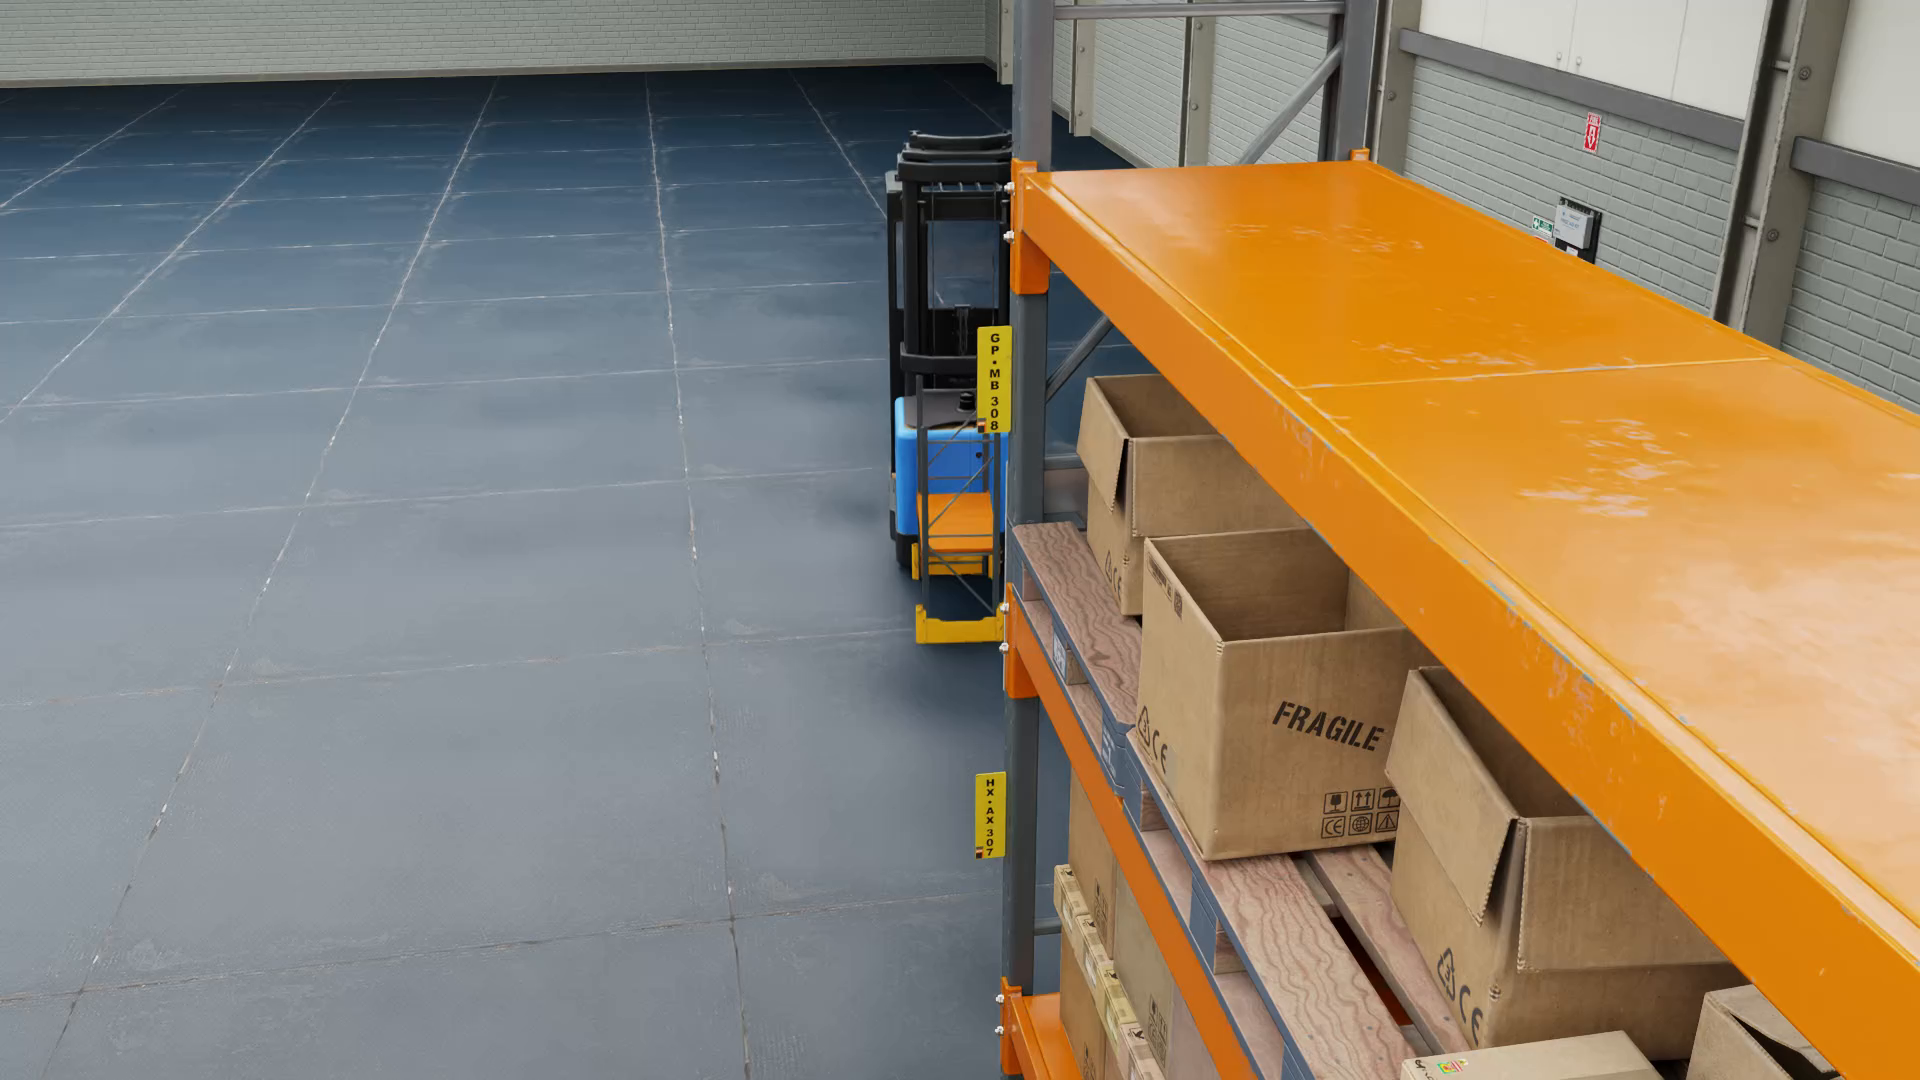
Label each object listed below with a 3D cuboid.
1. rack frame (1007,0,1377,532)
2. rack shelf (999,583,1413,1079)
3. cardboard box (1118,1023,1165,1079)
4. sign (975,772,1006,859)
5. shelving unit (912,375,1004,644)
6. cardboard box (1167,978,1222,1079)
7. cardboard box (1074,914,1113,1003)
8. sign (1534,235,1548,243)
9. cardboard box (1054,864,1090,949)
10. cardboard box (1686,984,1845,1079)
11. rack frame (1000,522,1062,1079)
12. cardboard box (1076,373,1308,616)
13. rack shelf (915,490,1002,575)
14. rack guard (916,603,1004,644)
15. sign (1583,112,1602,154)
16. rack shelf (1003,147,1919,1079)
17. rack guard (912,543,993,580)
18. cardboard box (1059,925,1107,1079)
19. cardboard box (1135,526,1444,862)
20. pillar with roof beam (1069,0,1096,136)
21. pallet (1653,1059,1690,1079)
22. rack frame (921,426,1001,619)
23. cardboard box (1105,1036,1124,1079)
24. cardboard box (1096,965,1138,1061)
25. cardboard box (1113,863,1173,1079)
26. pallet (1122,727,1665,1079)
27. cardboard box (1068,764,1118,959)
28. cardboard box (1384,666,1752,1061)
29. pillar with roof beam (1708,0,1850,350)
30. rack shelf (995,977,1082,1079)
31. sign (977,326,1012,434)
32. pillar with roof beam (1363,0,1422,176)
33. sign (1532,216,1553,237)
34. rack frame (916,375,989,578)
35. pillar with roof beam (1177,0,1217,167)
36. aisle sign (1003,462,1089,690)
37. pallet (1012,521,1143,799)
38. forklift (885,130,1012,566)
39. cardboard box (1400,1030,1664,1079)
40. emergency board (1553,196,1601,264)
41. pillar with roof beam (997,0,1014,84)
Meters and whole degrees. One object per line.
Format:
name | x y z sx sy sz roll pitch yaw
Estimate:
rack frame | 0.647 -1.445 4.558 1.000 3.000 0.127 -4 24 -10
rack shelf | 1.017 1.046 3.502 1.077 0.370 4.000 -4 24 -10
cardboard box | 0.649 1.432 4.530 0.380 0.149 0.250 -5 24 -11
sign | 0.101 0.910 5.481 0.100 0.325 0.005 -4 24 -10
shelving unit | -0.020 -0.223 11.129 0.587 1.500 1.083 -1 24 -3
cardboard box | 0.927 1.274 4.083 0.700 0.500 0.500 -4 24 -10
cardboard box | 0.560 1.235 4.982 0.380 0.149 0.250 -5 24 -11
sign | 4.965 -2.429 14.262 0.001 0.329 0.234 -4 24 -10
cardboard box | 0.508 1.131 5.219 0.380 0.149 0.250 -4 24 -10
cardboard box | 1.453 0.857 2.447 0.500 0.311 0.500 -6 24 -13
rack frame | 0.647 1.304 5.759 1.000 3.000 0.127 -4 24 -10
cardboard box | 0.749 -0.148 4.508 0.797 0.503 0.637 -3 24 -6
rack shelf | -0.020 -0.062 11.210 0.538 0.185 1.000 -1 24 -3
rack guard | 0.006 0.549 10.924 0.587 0.250 0.087 -1 24 -3
sign | 5.062 -3.261 13.314 0.001 0.298 0.199 -4 24 -10
rack shelf | 1.017 -0.146 2.981 1.077 0.370 4.000 -4 24 -10
rack guard | -0.046 0.151 11.835 0.587 0.250 0.087 -1 24 -3
cardboard box | 0.721 1.443 5.317 0.700 0.500 0.500 -4 24 -10
cardboard box | 0.686 0.300 3.485 0.500 0.500 0.500 -4 24 -10
pillar with roof beam | -2.174 -10.724 25.802 9.100 9.000 0.400 -4 24 -10
pallet | 1.204 1.210 2.338 1.003 0.211 1.213 -4 24 -10
rack frame | 0.006 -0.023 10.672 0.500 1.500 0.032 -1 24 -3
cardboard box | 0.823 1.649 4.844 0.700 0.500 0.500 -4 24 -8
cardboard box | 0.604 1.333 4.757 0.380 0.149 0.250 -4 24 -10
cardboard box | 0.833 1.075 4.536 0.700 0.500 0.500 -5 24 -11
pallet | 0.982 0.731 3.434 1.003 0.211 1.213 -4 24 -10
cardboard box | 0.731 0.869 5.009 0.700 0.500 0.500 -4 24 -10
cardboard box | 1.206 0.542 2.928 0.797 0.503 0.637 -2 24 -4
pillar with roof beam | 1.154 -3.643 9.591 9.100 9.000 0.400 -4 24 -10
rack shelf | 1.017 2.420 4.102 1.077 0.370 4.000 -4 24 -10
sign | 0.101 -0.469 4.879 0.100 0.325 0.005 -4 24 -10
pillar with roof beam | 0.045 -6.003 14.995 9.100 9.000 0.400 -4 24 -10
sign | 4.957 -2.670 14.150 0.001 0.109 0.331 -4 24 -10
rack frame | -0.047 -0.430 11.603 0.500 1.500 0.032 -1 24 -3
pillar with roof beam | -1.065 -8.363 20.399 9.100 9.000 0.400 -4 24 -10
aisle sign | 0.334 0.109 5.246 0.394 0.787 0.004 -4 24 -10
pallet | 0.753 0.250 4.535 1.003 0.211 1.213 -4 24 -10
forklift | -0.006 -1.706 12.736 1.130 2.935 3.031 -1 24 -3
cardboard box | 0.895 0.907 2.535 0.380 0.149 0.250 -4 24 -10
emergency board | 4.965 -2.188 13.754 0.194 1.169 0.643 -4 24 -10
pillar with roof beam | -3.284 -13.084 31.206 9.100 9.000 0.400 -4 24 -10
